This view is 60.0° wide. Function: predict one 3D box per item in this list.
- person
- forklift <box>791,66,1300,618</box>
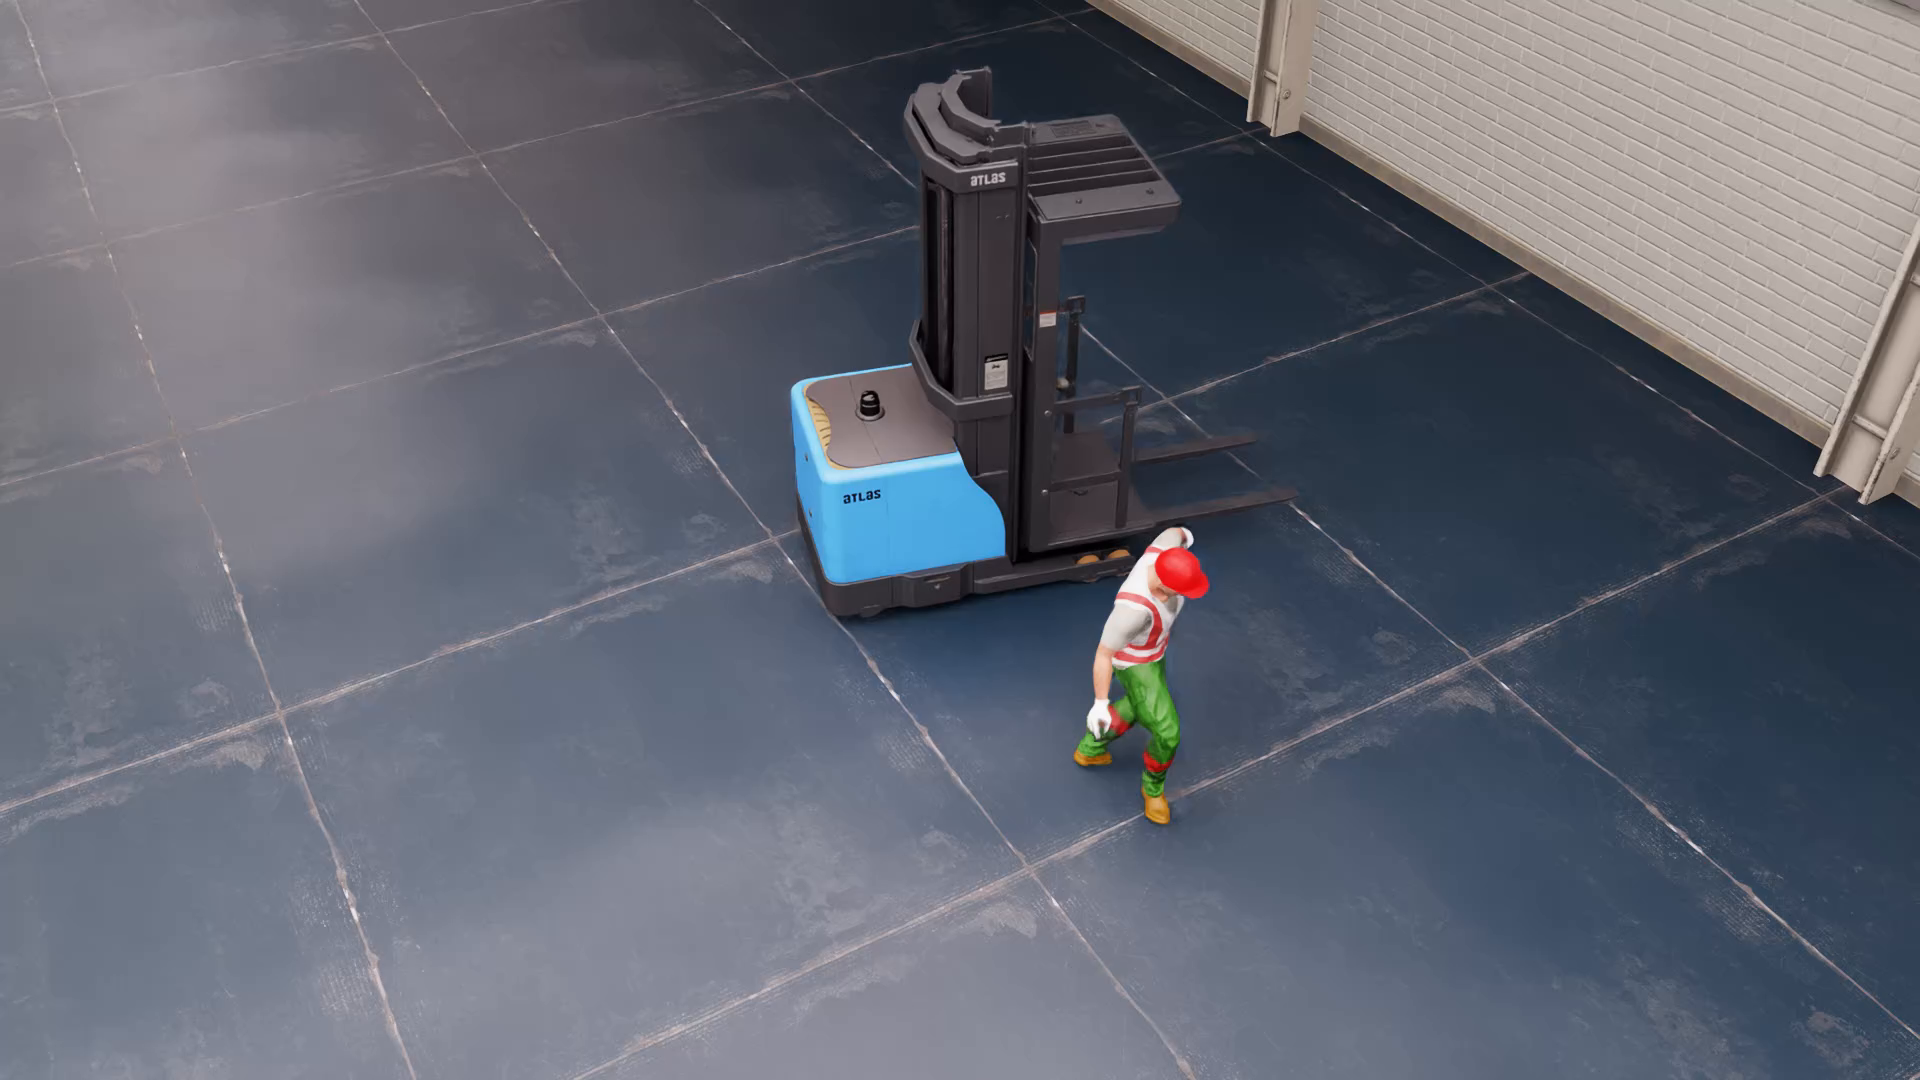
[{"bbox_3d":[0.965,0.544,8.467,0.621,1.690,1.212,15,42,17],"label":"person"},{"bbox_3d":[0.566,-1.190,9.471,3.031,2.935,1.130,-10,41,-12],"label":"forklift"}]
